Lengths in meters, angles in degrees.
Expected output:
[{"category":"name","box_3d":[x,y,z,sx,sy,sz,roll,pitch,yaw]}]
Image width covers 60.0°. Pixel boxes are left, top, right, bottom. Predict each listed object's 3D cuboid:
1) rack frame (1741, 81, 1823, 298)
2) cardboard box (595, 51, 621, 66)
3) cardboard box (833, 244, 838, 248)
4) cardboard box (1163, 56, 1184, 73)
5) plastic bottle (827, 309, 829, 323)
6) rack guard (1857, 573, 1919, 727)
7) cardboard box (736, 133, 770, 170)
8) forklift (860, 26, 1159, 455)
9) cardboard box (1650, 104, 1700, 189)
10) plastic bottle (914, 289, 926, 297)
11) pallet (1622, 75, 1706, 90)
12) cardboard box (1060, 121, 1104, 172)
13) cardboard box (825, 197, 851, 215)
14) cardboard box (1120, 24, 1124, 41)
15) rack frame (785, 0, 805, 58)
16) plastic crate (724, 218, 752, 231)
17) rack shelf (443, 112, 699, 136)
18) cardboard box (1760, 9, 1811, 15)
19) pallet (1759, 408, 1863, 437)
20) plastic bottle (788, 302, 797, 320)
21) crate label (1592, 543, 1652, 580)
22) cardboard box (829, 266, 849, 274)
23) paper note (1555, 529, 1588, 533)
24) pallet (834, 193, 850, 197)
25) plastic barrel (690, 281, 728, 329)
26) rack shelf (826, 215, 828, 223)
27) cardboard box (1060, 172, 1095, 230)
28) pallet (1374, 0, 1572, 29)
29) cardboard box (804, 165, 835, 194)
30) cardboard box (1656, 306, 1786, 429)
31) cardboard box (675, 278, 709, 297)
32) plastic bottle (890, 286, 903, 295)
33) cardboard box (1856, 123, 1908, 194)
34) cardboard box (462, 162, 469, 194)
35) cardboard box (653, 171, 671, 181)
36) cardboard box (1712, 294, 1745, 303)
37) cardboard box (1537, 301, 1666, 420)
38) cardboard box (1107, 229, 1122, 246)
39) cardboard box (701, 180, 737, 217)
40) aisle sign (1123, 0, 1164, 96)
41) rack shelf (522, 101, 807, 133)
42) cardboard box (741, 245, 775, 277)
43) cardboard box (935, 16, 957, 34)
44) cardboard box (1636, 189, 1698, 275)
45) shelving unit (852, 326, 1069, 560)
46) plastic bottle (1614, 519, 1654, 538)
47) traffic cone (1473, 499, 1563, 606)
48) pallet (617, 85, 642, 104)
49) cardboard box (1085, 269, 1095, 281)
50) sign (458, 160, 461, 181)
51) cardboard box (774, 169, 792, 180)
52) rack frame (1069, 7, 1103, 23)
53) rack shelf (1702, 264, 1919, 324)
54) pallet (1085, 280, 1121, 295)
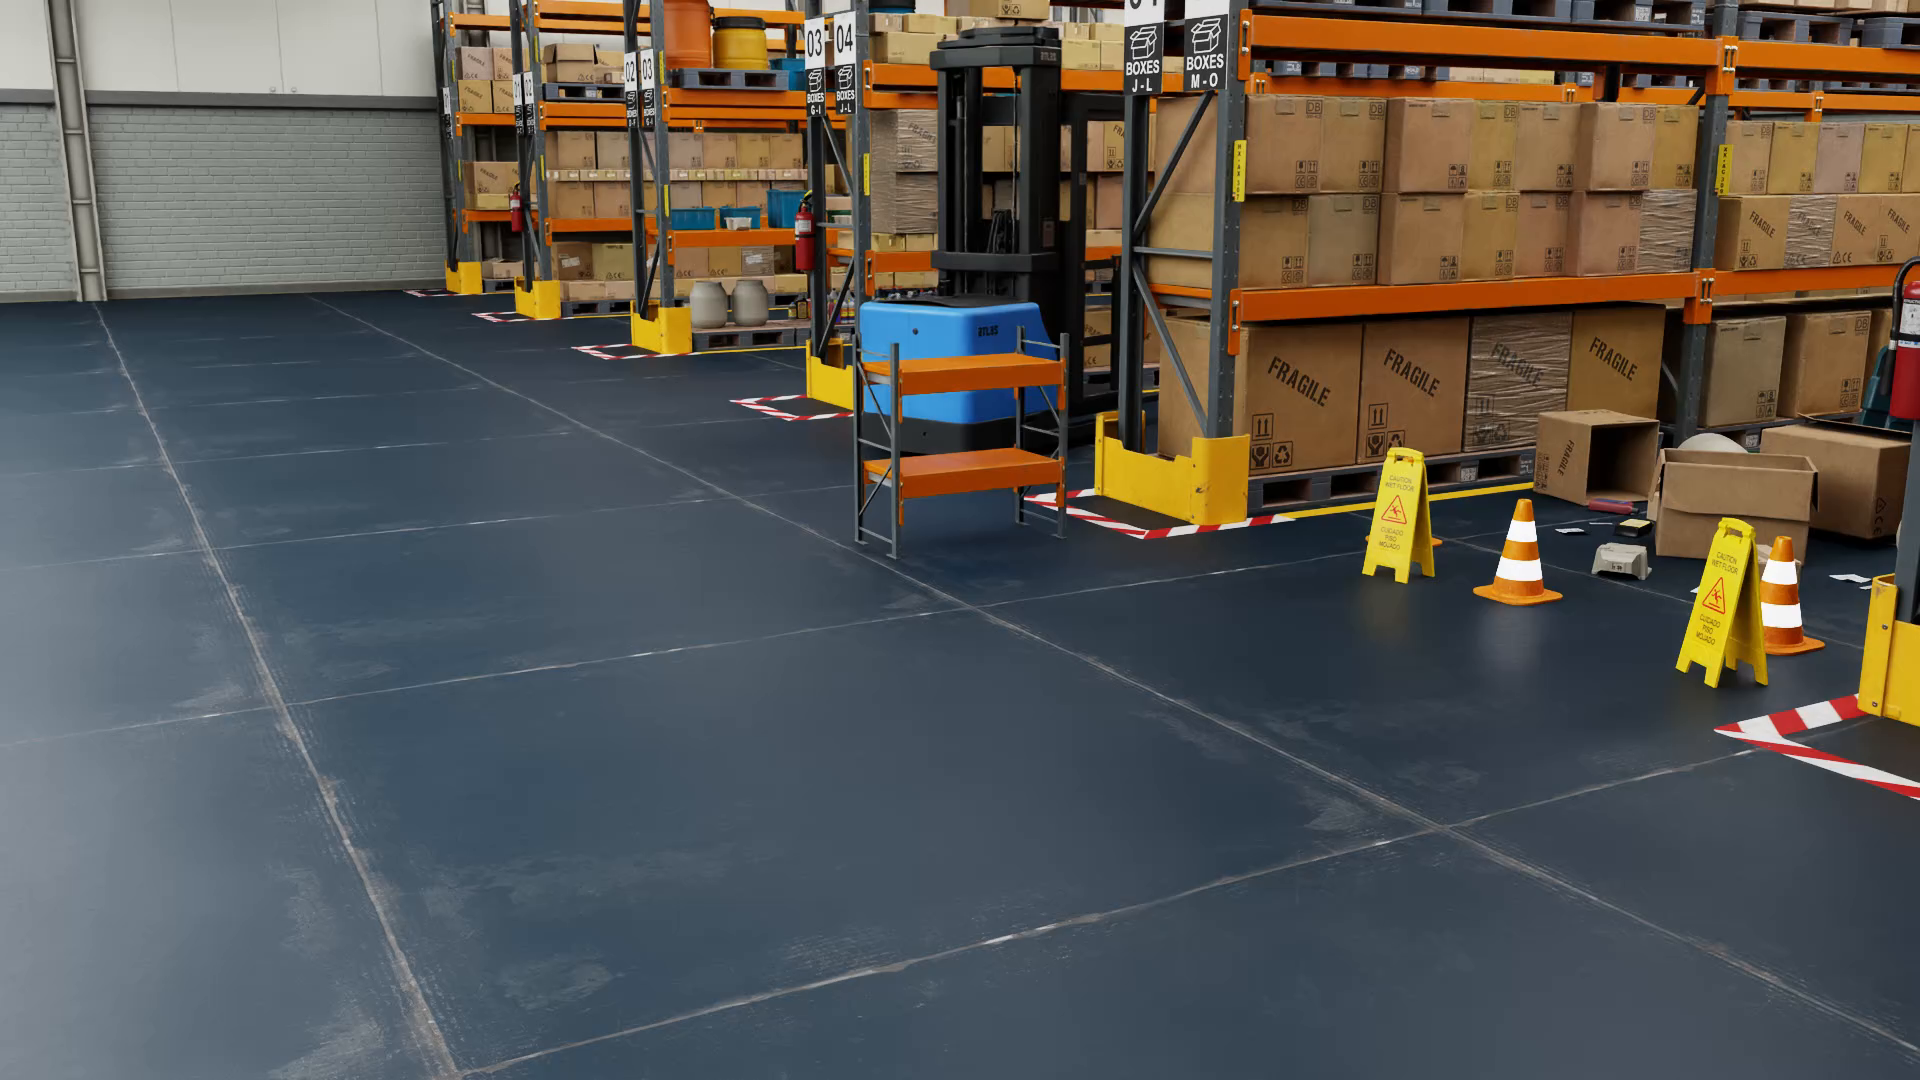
[{"category":"rack frame","box_3d":[9.517,-3.900,19.607,0.127,3.000,1.000,-7,14,-28]},{"category":"cardboard box","box_3d":[-5.865,-7.710,27.155,0.500,0.500,0.500,-7,15,-30]},{"category":"cardboard box","box_3d":[-2.229,-5.220,30.165,0.500,0.500,0.700,-7,14,-28]},{"category":"cardboard box","box_3d":[1.756,-4.297,14.882,0.500,0.250,0.500,-6,14,-26]},{"category":"plastic bottle","box_3d":[-1.558,-2.583,19.127,0.097,0.201,0.097,0,13,0]},{"category":"rack guard","box_3d":[3.799,0.484,5.821,0.348,0.500,1.175,-7,14,-28]},{"category":"cardboard box","box_3d":[-3.078,-5.548,23.748,0.500,0.500,0.700,-7,14,-28]},{"category":"forklift","box_3d":[0.604,-2.224,12.315,1.130,2.935,3.031,10,16,38]},{"category":"cardboard box","box_3d":[4.442,-2.660,11.294,0.550,0.550,0.875,-7,14,-28]},{"category":"plastic bottle","box_3d":[-0.474,-2.792,19.713,0.185,0.351,0.144,-8,15,-31]},{"category":"pallet","box_3d":[7.526,-5.047,18.300,1.213,0.211,1.003,-6,14,-25]},{"category":"cardboard box","box_3d":[0.914,-3.483,14.569,0.500,0.500,0.500,-7,14,-28]},{"category":"cardboard box","box_3d":[-1.837,-4.955,24.636,0.500,0.250,0.500,-6,14,-24]},{"category":"cardboard box","box_3d":[1.399,-4.453,14.664,0.250,0.149,0.380,-6,14,-26]},{"category":"rack frame","box_3d":[-2.248,-7.895,23.693,0.127,3.000,1.000,-7,14,-28]},{"category":"plastic crate","box_3d":[-2.450,-3.496,18.410,0.250,0.136,0.298,-7,14,-28]},{"category":"rack shelf","box_3d":[-6.381,-6.824,27.407,4.000,0.370,1.077,-7,14,-28]},{"category":"cardboard box","box_3d":[5.761,-3.908,11.968,0.500,0.250,0.500,-7,14,-28]},{"category":"pallet","box_3d":[6.496,-0.956,12.878,1.213,0.211,1.003,-7,14,-28]},{"category":"plastic bottle","box_3d":[-1.987,-2.719,19.731,0.097,0.201,0.097,0,13,0]},{"category":"crate label","box_3d":[3.322,0.102,8.343,0.250,0.136,0.298,8,15,31]},{"category":"cardboard box","box_3d":[-1.766,-4.100,24.526,0.500,0.311,0.500,-7,14,-28]},{"category":"paper note","box_3d":[3.425,-0.055,9.289,0.142,0.017,0.144,-2,13,-8]},{"category":"pallet","box_3d":[-1.689,-6.154,30.058,1.003,0.211,1.213,-7,14,-28]},{"category":"plastic barrel","box_3d":[-2.848,-2.667,18.839,0.421,0.512,0.421,0,13,0]},{"category":"rack shelf","box_3d":[-0.493,-4.827,25.366,4.000,0.370,1.077,-7,14,-28]},{"category":"cardboard box","box_3d":[0.765,-3.054,14.944,0.500,0.500,0.875,-7,14,-28]},{"category":"pallet","box_3d":[2.990,-3.301,10.313,1.213,0.211,1.003,-7,14,-28]},{"category":"cardboard box","box_3d":[-2.605,-6.420,29.573,0.500,0.500,0.700,-7,14,-28]},{"category":"cardboard box","box_3d":[5.284,-1.282,12.141,0.750,0.750,1.050,-7,14,-28]},{"category":"cardboard box","box_3d":[-3.865,-3.582,23.498,0.500,0.250,0.500,-7,14,-28]},{"category":"plastic bottle","box_3d":[-0.786,-2.930,20.329,0.185,0.351,0.144,-6,14,-26]},{"category":"cardboard box","box_3d":[6.554,-2.842,12.402,0.500,0.500,0.700,-7,14,-28]},{"category":"cardboard box","box_3d":[-7.824,-5.894,27.056,0.500,0.500,0.500,-7,14,-28]},{"category":"cardboard box","box_3d":[-4.182,-5.048,23.003,0.250,0.149,0.380,-7,14,-29]},{"category":"cardboard box","box_3d":[8.181,-2.903,19.059,0.875,0.875,1.225,-7,15,-30]},{"category":"cardboard box","box_3d":[4.197,-1.208,11.526,0.875,0.875,0.875,-7,14,-27]},{"category":"cardboard box","box_3d":[1.326,-2.735,15.001,0.250,0.149,0.380,-7,14,-28]},{"category":"cardboard box","box_3d":[-3.537,-4.860,23.645,0.500,0.500,0.700,-7,14,-27]},{"category":"aisle sign","box_3d":[1.066,-2.990,9.641,0.004,0.787,0.394,-7,14,-28]},{"category":"rack shelf","box_3d":[-4.004,-5.870,23.166,4.000,0.370,1.077,-7,14,-28]},{"category":"cardboard box","box_3d":[-2.995,-4.056,23.898,0.500,0.500,0.500,-7,14,-28]},{"category":"cardboard box","box_3d":[-0.227,-4.266,13.833,0.250,0.149,0.380,-7,15,-29]},{"category":"cardboard box","box_3d":[4.465,-2.124,11.373,0.550,0.550,0.875,-7,14,-28]},{"category":"shelving unit","box_3d":[0.006,-0.549,8.989,1.048,1.125,0.538,-7,14,-28]},{"category":"plastic bottle","box_3d":[3.774,-0.072,9.289,0.133,0.061,0.283,11,17,40]},{"category":"traffic cone","box_3d":[2.661,0.038,7.887,0.334,0.463,0.336,-7,14,-28]},{"category":"pallet","box_3d":[-4.054,-6.166,23.045,1.213,0.211,1.003,-7,14,-28]},{"category":"cardboard box","box_3d":[1.799,-4.377,26.416,0.500,0.500,0.500,-6,14,-25]},{"category":"sign","box_3d":[-7.876,-5.819,26.163,0.005,0.325,0.100,-7,14,-28]},{"category":"cardboard box","box_3d":[-2.602,-5.238,23.845,0.250,0.149,0.380,-7,15,-29]},{"category":"rack frame","box_3d":[2.397,-9.691,31.673,0.127,3.000,1.000,-7,14,-28]},{"category":"rack shelf","box_3d":[6.538,-1.951,12.586,4.000,0.370,1.077,-7,14,-28]},{"category":"pallet","box_3d":[1.936,-4.099,26.844,1.213,0.211,1.003,-7,14,-28]}]
